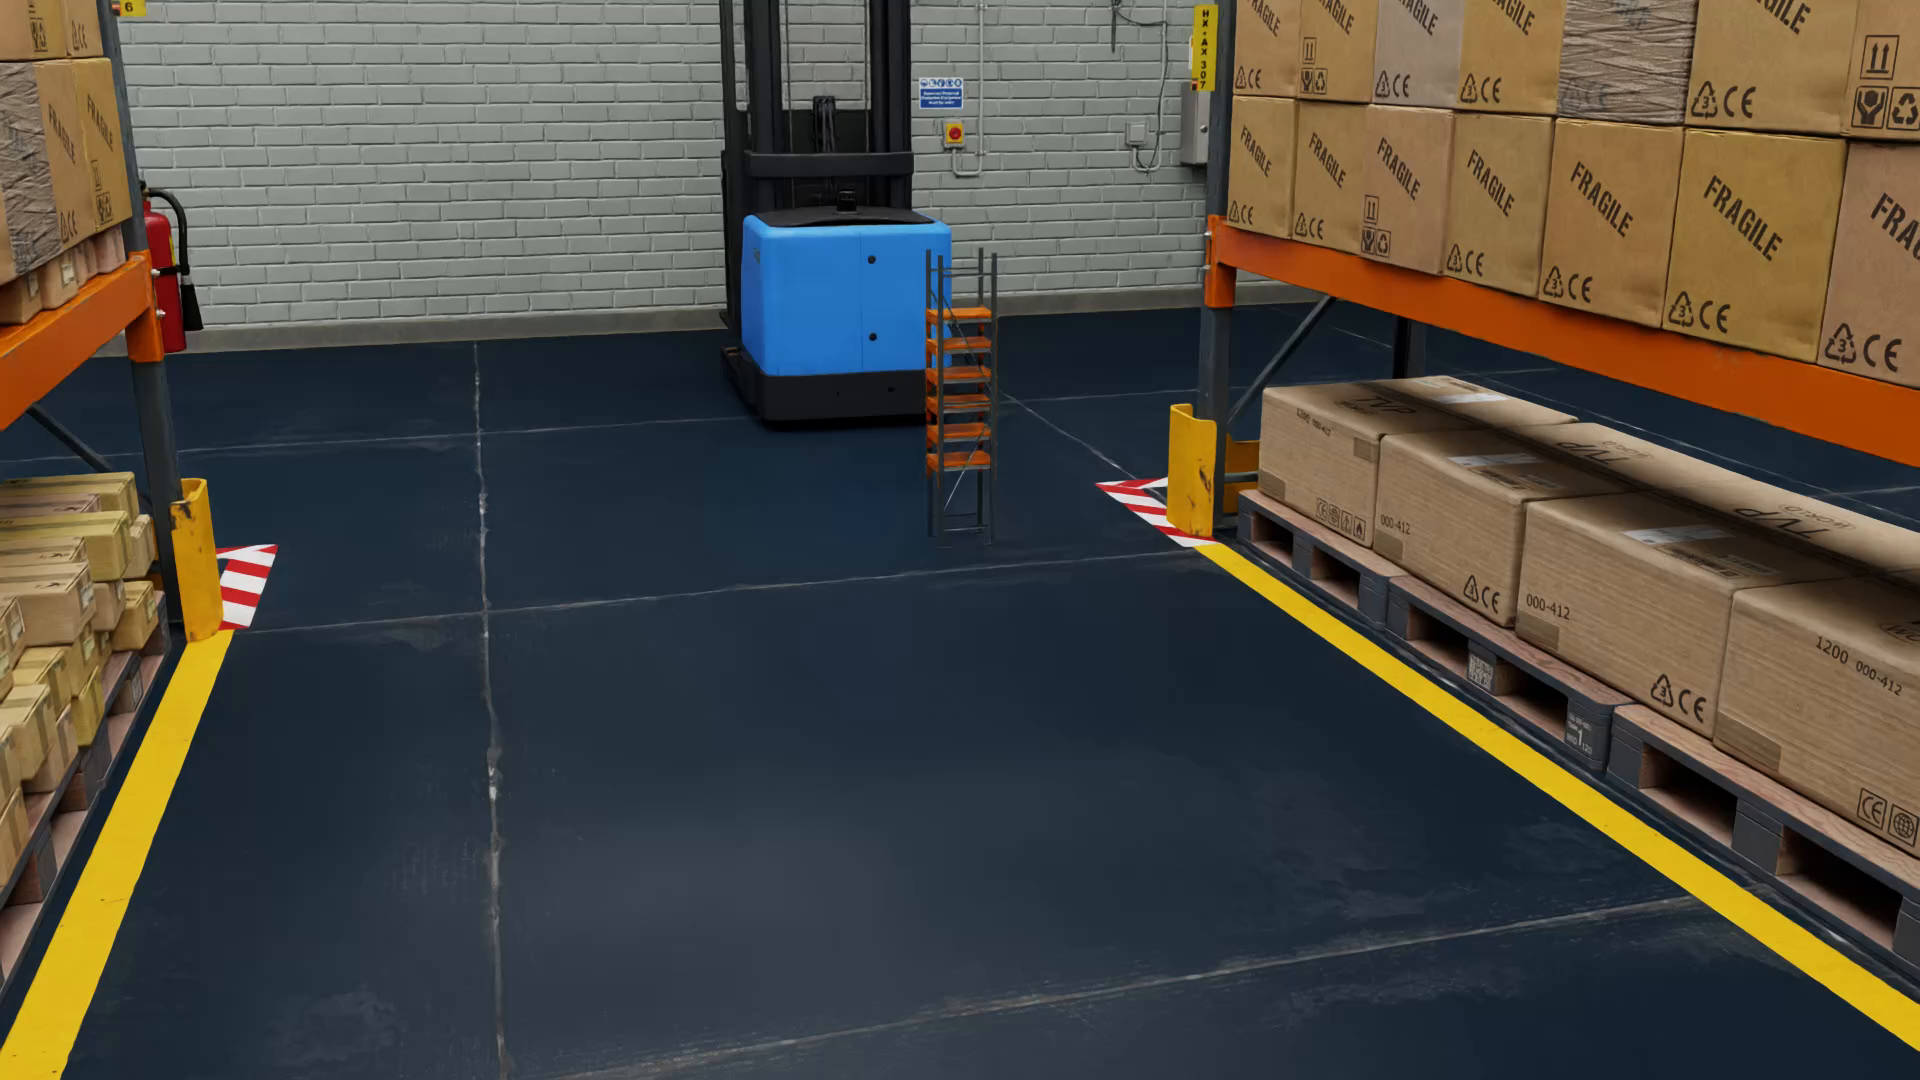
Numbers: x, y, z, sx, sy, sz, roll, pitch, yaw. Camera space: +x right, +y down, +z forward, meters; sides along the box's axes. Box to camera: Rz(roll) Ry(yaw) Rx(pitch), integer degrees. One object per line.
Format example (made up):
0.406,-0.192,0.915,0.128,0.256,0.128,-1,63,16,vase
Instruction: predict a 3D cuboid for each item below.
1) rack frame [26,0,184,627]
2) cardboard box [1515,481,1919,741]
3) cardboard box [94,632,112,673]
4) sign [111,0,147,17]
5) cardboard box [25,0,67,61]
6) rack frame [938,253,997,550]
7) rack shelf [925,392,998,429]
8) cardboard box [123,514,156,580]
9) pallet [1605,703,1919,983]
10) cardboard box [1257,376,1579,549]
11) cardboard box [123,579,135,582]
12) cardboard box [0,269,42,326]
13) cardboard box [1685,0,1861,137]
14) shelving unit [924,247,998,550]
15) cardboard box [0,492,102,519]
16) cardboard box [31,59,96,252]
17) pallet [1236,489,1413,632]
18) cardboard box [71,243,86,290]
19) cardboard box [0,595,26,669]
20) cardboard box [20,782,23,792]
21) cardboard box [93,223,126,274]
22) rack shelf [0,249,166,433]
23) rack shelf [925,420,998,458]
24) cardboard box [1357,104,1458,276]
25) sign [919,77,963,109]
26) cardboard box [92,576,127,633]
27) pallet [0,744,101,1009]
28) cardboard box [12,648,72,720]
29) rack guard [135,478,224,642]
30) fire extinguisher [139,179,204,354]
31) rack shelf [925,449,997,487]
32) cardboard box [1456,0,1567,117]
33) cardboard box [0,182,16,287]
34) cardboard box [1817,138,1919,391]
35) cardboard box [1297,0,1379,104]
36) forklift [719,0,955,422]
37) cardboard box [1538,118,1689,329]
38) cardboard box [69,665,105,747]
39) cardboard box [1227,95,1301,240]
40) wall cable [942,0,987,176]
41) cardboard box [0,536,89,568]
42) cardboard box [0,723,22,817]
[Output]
-3.232,-1.111,5.436,1.000,3.000,0.127,-5,17,-15,rack frame
2.283,0.173,4.887,0.875,0.438,0.875,-5,17,-17,cardboard box
-2.729,0.326,4.880,0.380,0.149,0.250,-5,17,-16,cardboard box
-2.693,-1.855,5.352,0.100,0.325,0.005,-5,17,-15,sign
-2.728,-1.533,4.413,0.500,0.500,0.500,-5,18,-17,cardboard box
0.029,-0.545,6.682,0.240,1.200,0.006,-5,17,-15,rack frame
0.004,-0.528,6.779,0.258,0.103,0.180,-5,17,-15,rack shelf
-2.813,0.034,5.332,0.380,0.149,0.250,-5,17,-17,cardboard box
2.465,0.695,4.271,1.003,0.211,1.213,-5,17,-15,pallet
1.777,-0.330,6.559,0.875,0.438,0.875,-5,18,-17,cardboard box
-2.887,0.183,5.356,0.380,0.149,0.250,-4,17,-14,cardboard box
-2.618,-0.639,4.301,0.380,0.149,0.250,-6,18,-18,cardboard box
2.072,-1.200,3.822,0.500,0.500,0.500,-5,17,-16,cardboard box
0.004,-0.571,6.766,0.258,1.200,0.189,-5,17,-15,shelving unit
-2.829,-0.031,5.033,0.380,0.149,0.250,-4,17,-14,cardboard box
-2.725,-1.054,4.557,0.500,0.500,0.500,-5,17,-16,cardboard box
1.795,0.020,6.517,1.003,0.211,1.213,-5,17,-15,pallet
-2.755,-0.783,4.781,0.380,0.149,0.250,-5,17,-16,cardboard box
-2.532,0.259,4.068,0.380,0.149,0.250,-5,18,-17,cardboard box
-2.465,0.611,3.928,0.380,0.149,0.250,-4,17,-14,cardboard box
-2.871,-0.923,5.246,0.380,0.149,0.250,-5,17,-15,cardboard box
-2.682,-0.213,3.698,1.077,0.370,4.000,-5,17,-15,rack shelf
0.004,-0.413,6.813,0.258,0.103,0.180,-5,17,-15,rack shelf
1.644,-1.143,5.368,0.500,0.500,0.500,-5,17,-16,cardboard box
-0.136,-3.231,12.023,0.327,0.218,0.001,-5,17,-15,sign
-2.668,0.178,4.854,0.380,0.149,0.250,-5,18,-18,cardboard box
-2.690,0.810,3.889,1.003,0.211,1.213,-5,17,-15,pallet
-2.461,0.393,4.140,0.380,0.149,0.250,-4,17,-12,cardboard box
-3.211,0.107,5.726,1.175,0.500,0.348,-5,17,-15,rack guard
-2.858,-1.001,5.854,0.296,0.674,0.183,-5,17,-15,fire extinguisher
0.004,-0.298,6.848,0.258,0.103,0.180,-5,17,-15,rack shelf
1.793,-1.480,4.752,0.500,0.500,0.500,-5,17,-15,cardboard box
-2.449,-0.776,3.631,0.500,0.500,0.500,-4,17,-12,cardboard box
2.226,-0.580,3.494,0.500,0.500,0.500,-5,17,-15,cardboard box
1.506,-1.759,5.683,0.500,0.500,0.500,-5,17,-17,cardboard box
-0.884,-2.417,9.903,1.130,2.935,3.031,-4,17,-13,forklift
1.927,-0.859,4.425,0.500,0.500,0.500,-5,17,-16,cardboard box
-2.518,0.458,4.438,0.380,0.149,0.250,-6,18,-18,cardboard box
1.355,-1.423,6.300,0.500,0.500,0.500,-5,17,-16,cardboard box
-0.072,-3.590,11.868,0.585,1.953,0.123,-5,17,-15,wall cable
-2.626,0.107,4.573,0.380,0.149,0.250,-5,18,-17,cardboard box
-2.315,0.537,3.660,0.380,0.149,0.250,-5,17,-16,cardboard box
